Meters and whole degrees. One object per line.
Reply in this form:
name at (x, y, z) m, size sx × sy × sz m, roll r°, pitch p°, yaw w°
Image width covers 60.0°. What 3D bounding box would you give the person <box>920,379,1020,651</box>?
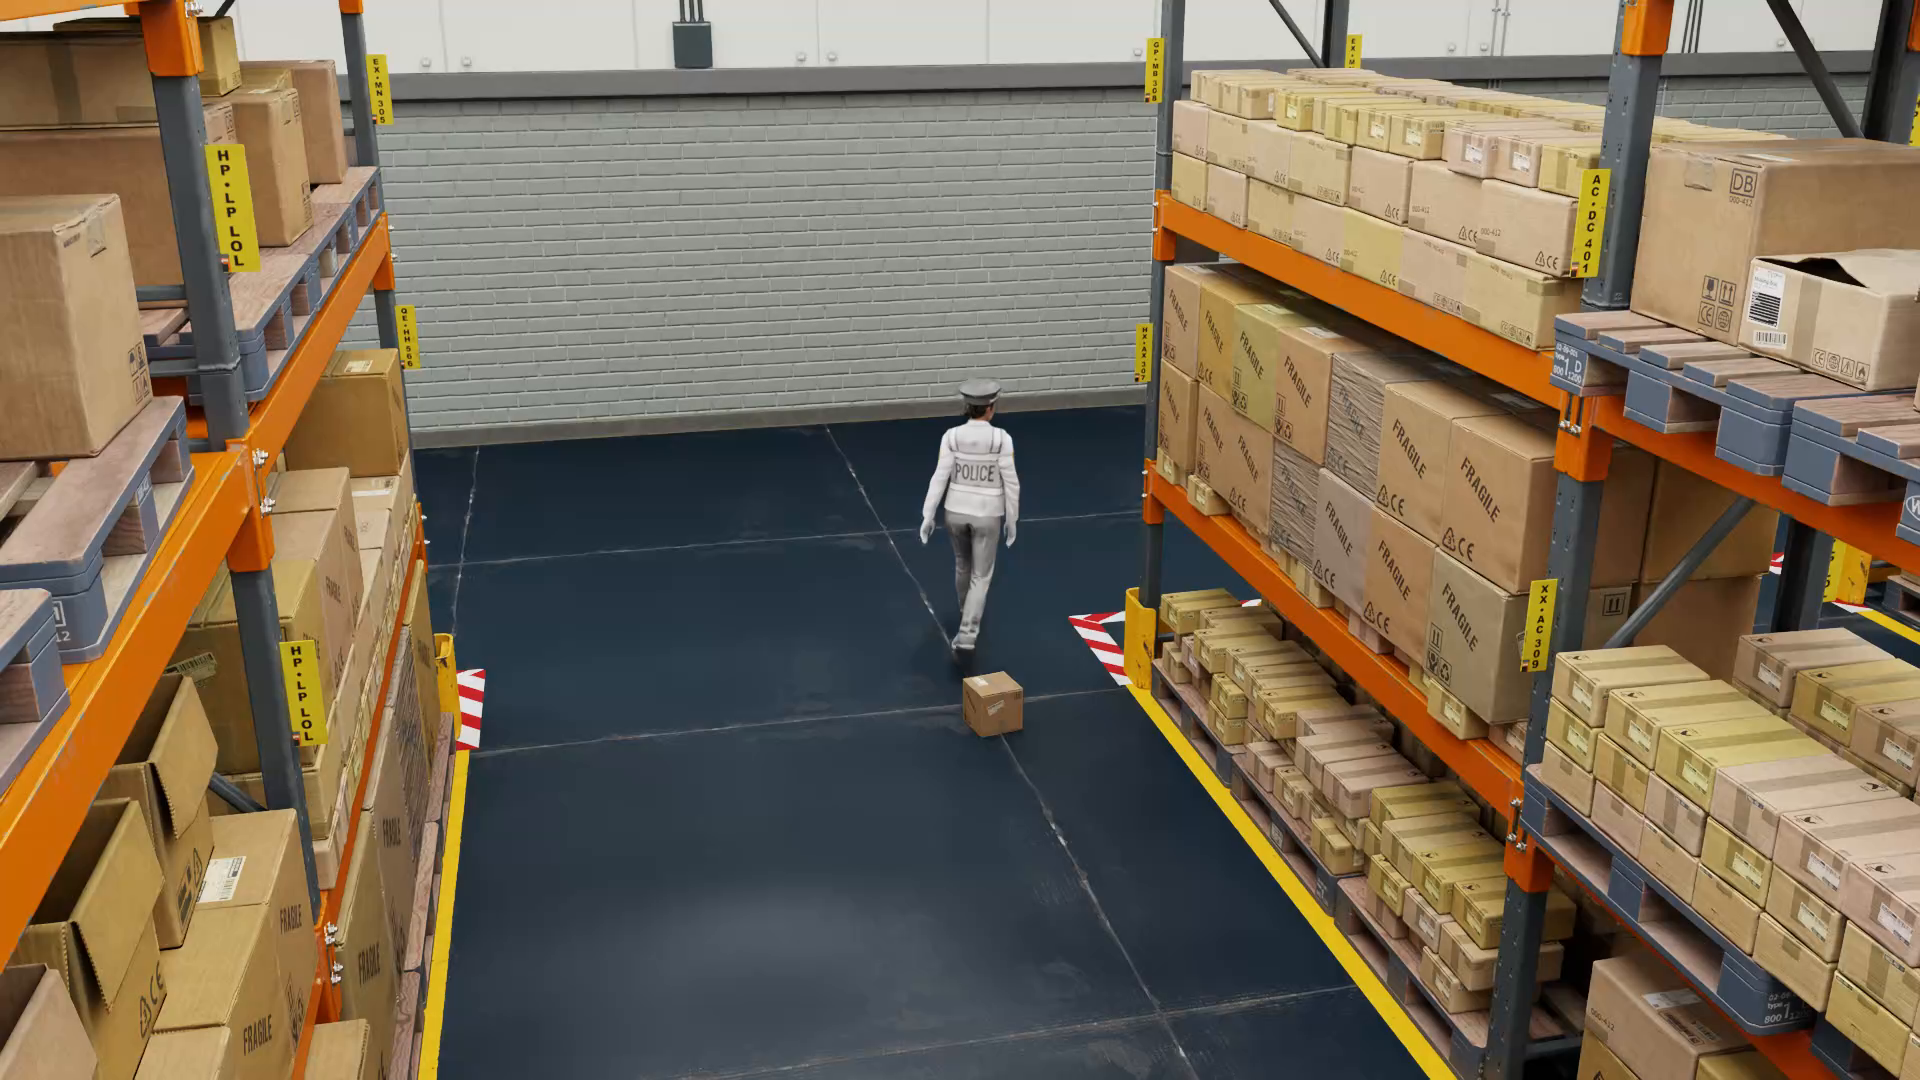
person at (0.070, -0.148, 10.005) m, size 0.584 × 1.610 × 0.992 m, roll 5°, pitch 20°, yaw 13°
